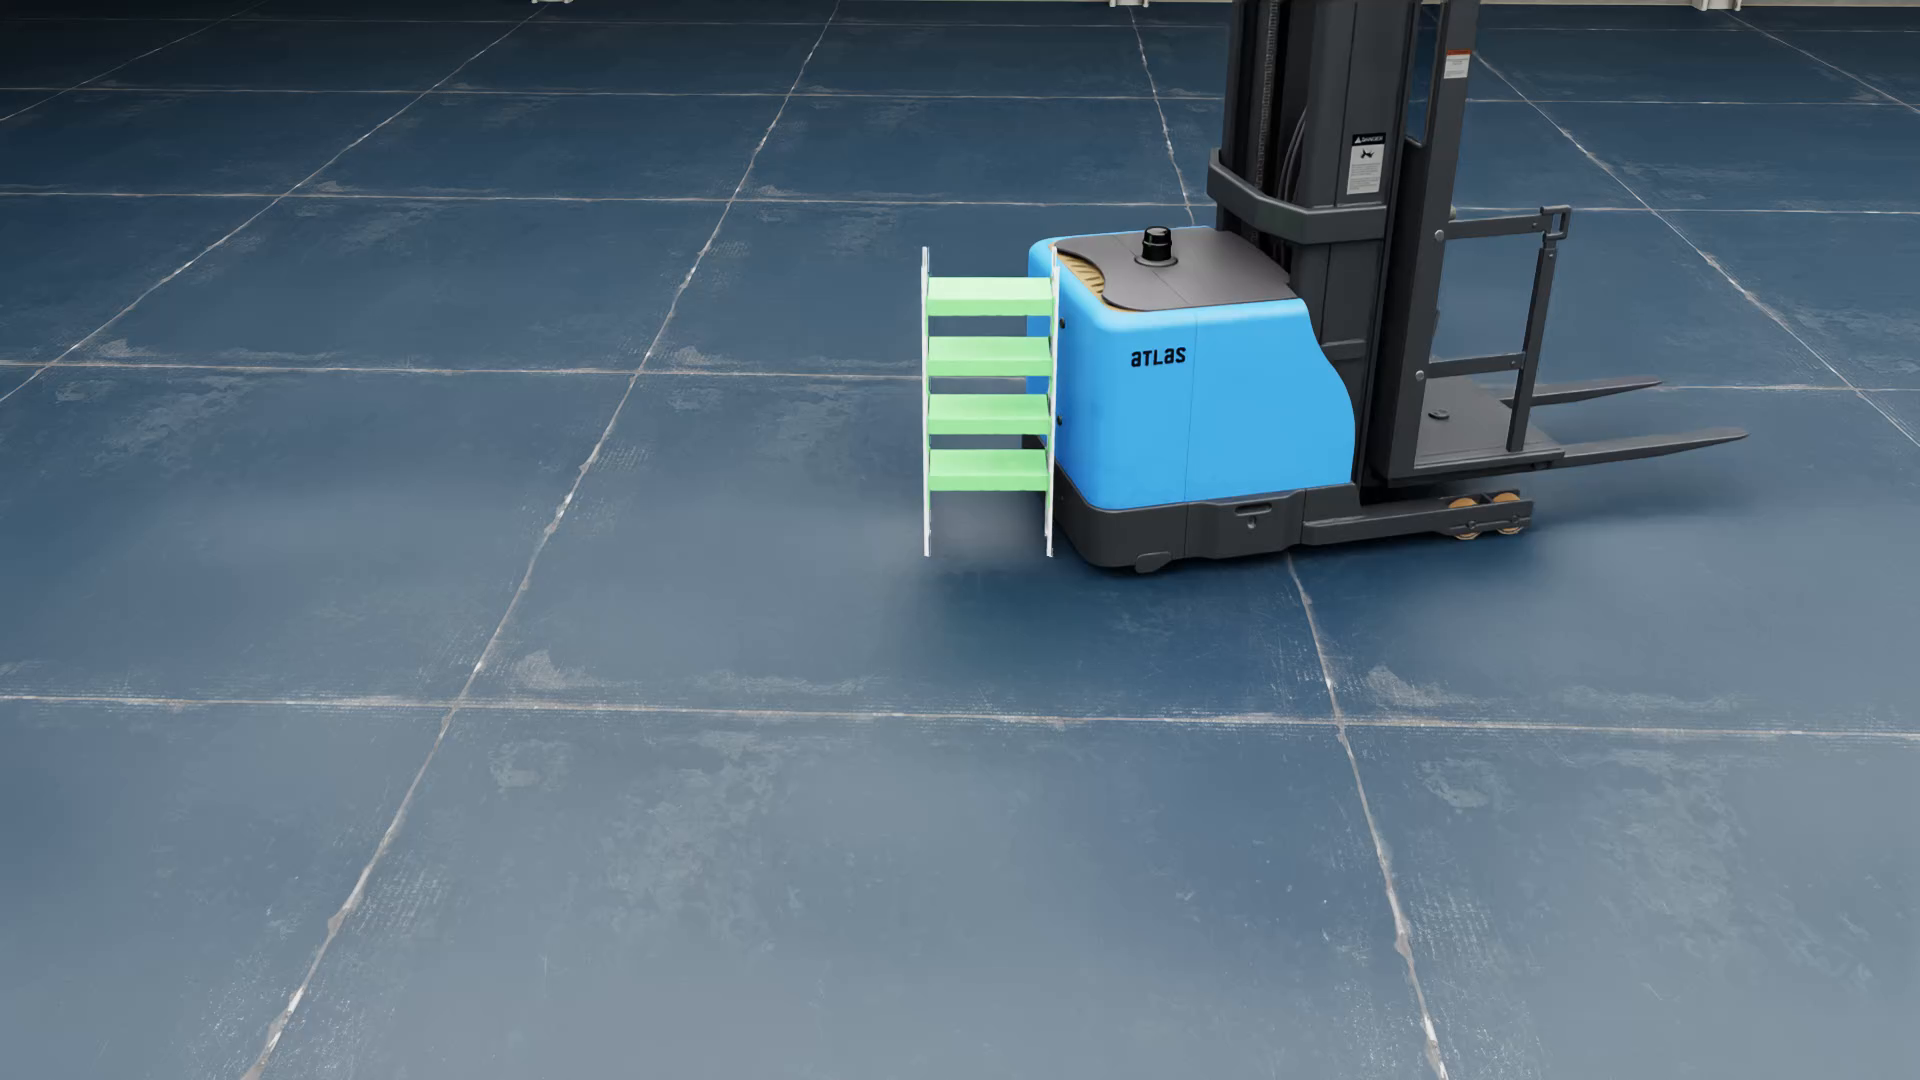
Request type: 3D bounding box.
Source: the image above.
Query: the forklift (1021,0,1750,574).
[{"bbox_3d":[1.840,-1.528,6.502,3.031,2.935,1.130,-7,29,-13],"label":"forklift"}]

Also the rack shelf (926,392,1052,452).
[{"bbox_3d":[0.111,-0.461,6.475,0.480,0.148,0.258,0,28,0],"label":"rack shelf"}]

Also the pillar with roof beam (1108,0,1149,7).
[{"bbox_3d":[1.592,-7.516,11.320,0.400,9.000,9.100,1,28,2],"label":"pillar with roof beam"}]

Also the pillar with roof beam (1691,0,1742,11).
[{"bbox_3d":[7.588,-7.416,11.133,0.400,9.000,9.100,1,28,2],"label":"pillar with roof beam"}]

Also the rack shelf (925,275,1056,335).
[{"bbox_3d":[0.111,-0.885,6.250,0.480,0.148,0.258,0,28,0],"label":"rack shelf"}]

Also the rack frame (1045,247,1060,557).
[{"bbox_3d":[0.355,-0.517,6.445,0.015,1.200,0.240,0,28,0],"label":"rack frame"}]

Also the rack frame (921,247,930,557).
[{"bbox_3d":[-0.133,-0.517,6.445,0.015,1.200,0.240,0,28,0],"label":"rack frame"}]

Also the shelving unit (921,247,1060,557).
[{"bbox_3d":[0.111,-0.517,6.445,0.503,1.200,0.258,0,28,0],"label":"shelving unit"}]

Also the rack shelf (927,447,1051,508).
[{"bbox_3d":[0.111,-0.249,6.587,0.480,0.148,0.258,0,28,0],"label":"rack shelf"}]

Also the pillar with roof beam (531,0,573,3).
[{"bbox_3d":[-4.404,-7.615,11.507,0.400,9.000,9.100,1,28,2],"label":"pillar with roof beam"}]

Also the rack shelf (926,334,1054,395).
[{"bbox_3d":[0.111,-0.673,6.362,0.480,0.148,0.258,0,28,0],"label":"rack shelf"}]
